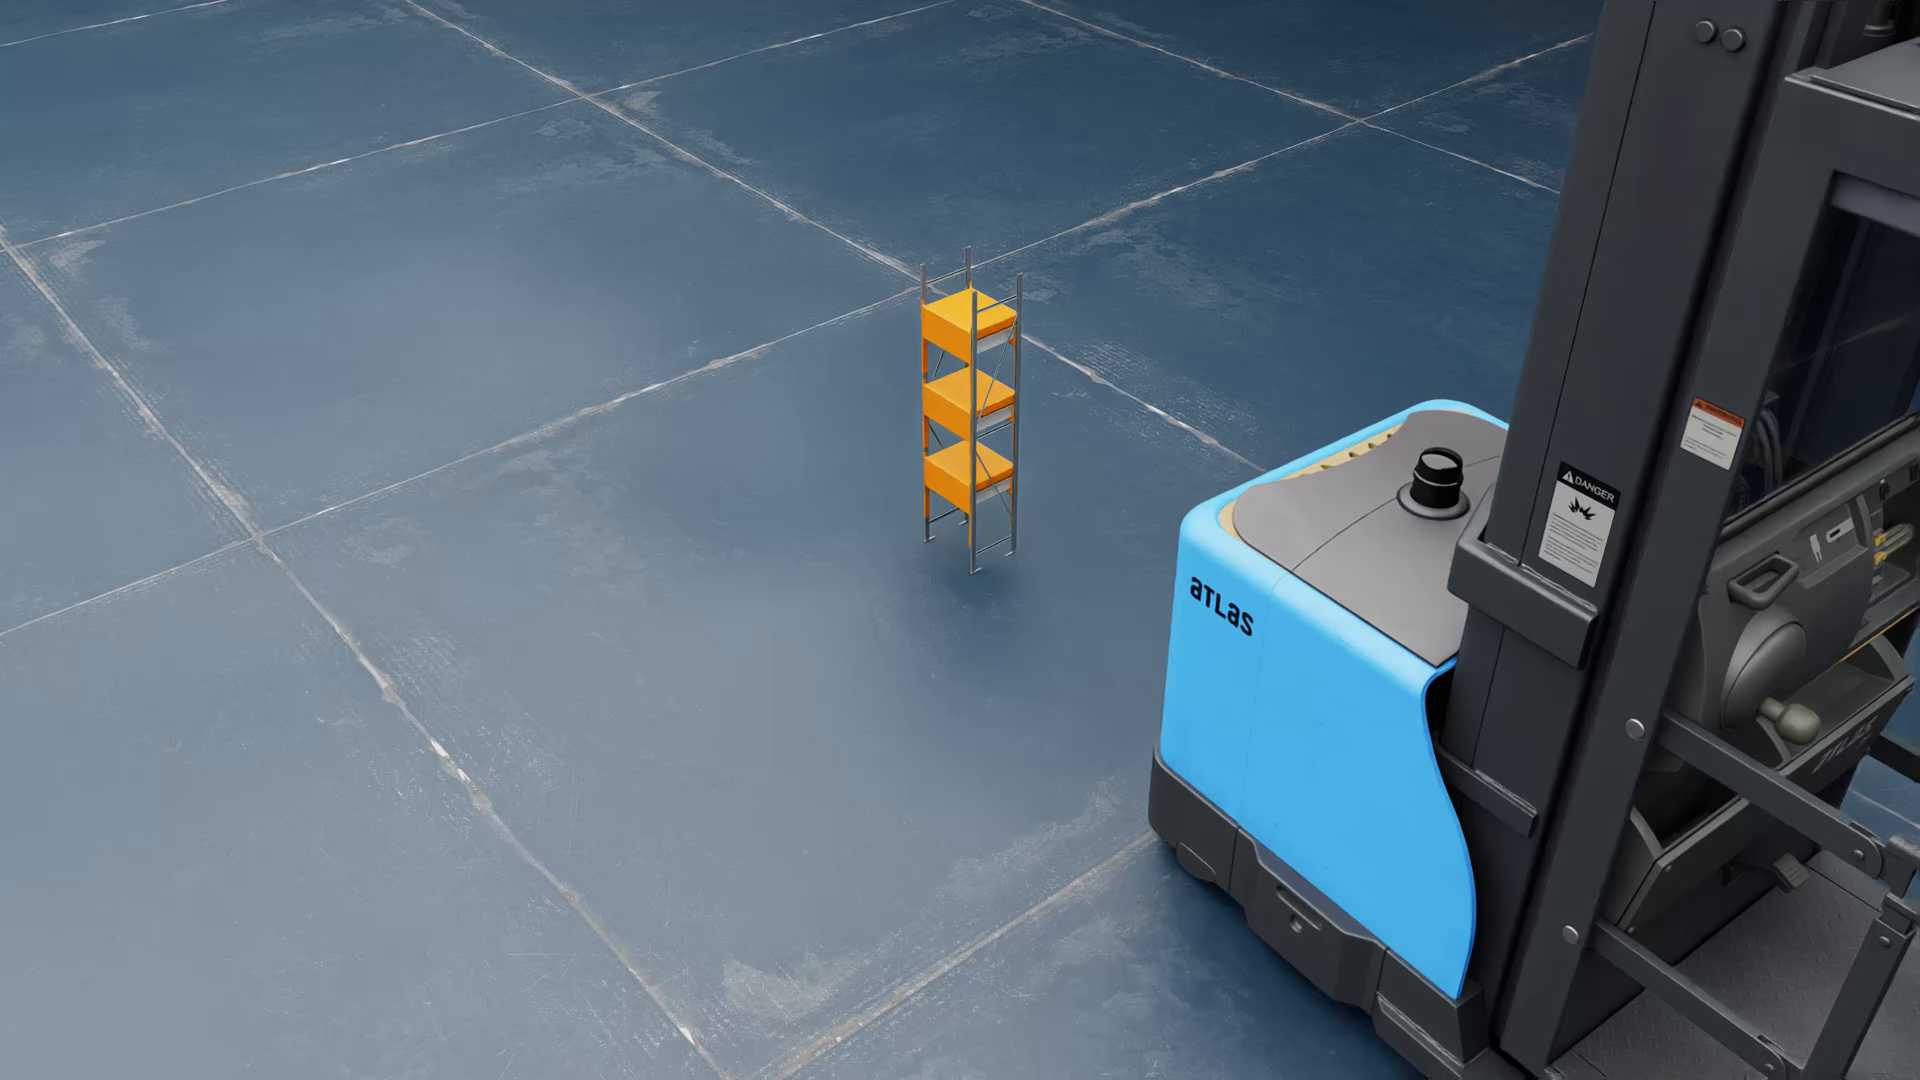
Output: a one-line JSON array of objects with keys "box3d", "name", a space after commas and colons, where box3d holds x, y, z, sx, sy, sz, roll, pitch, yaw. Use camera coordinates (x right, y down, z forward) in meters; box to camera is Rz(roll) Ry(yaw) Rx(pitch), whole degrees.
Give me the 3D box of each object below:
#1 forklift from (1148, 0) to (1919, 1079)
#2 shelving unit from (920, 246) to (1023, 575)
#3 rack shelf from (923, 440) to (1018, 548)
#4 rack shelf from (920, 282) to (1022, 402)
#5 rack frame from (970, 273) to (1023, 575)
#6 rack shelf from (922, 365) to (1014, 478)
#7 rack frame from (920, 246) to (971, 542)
[{"box3d": [1.796, 0.130, 3.031, 1.130, 2.935, 3.031, -23, 41, -29], "name": "forklift"}, {"box3d": [0.035, -0.405, 5.413, 0.215, 1.050, 0.252, -26, 43, -32], "name": "shelving unit"}, {"box3d": [0.035, -0.169, 5.580, 0.215, 0.259, 0.240, -26, 43, -32], "name": "rack shelf"}, {"box3d": [0.035, -0.628, 5.255, 0.215, 0.259, 0.240, -26, 43, -32], "name": "rack shelf"}, {"box3d": [0.113, -0.351, 5.337, 0.200, 1.050, 0.008, -26, 43, -32], "name": "rack frame"}, {"box3d": [0.035, -0.396, 5.419, 0.215, 0.259, 0.240, -26, 43, -32], "name": "rack shelf"}, {"box3d": [-0.044, -0.459, 5.489, 0.200, 1.050, 0.008, -26, 43, -32], "name": "rack frame"}]
